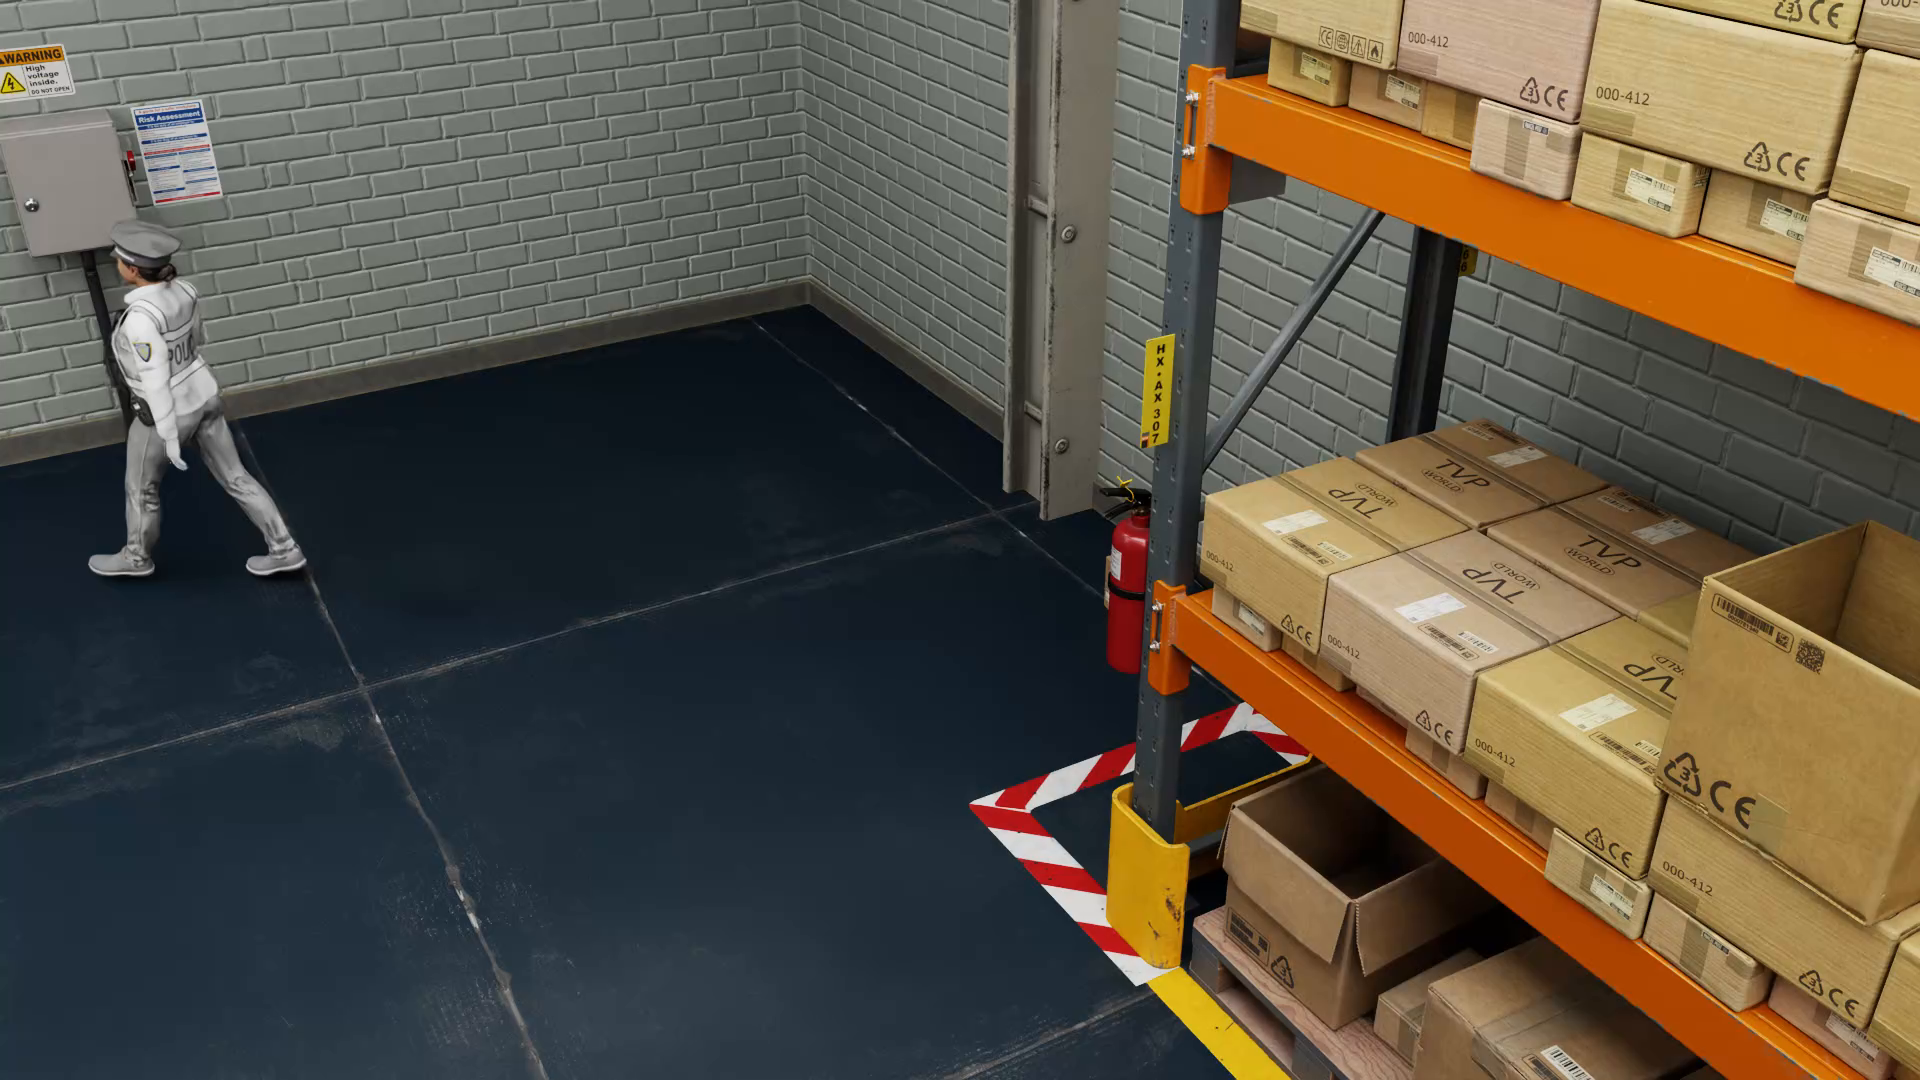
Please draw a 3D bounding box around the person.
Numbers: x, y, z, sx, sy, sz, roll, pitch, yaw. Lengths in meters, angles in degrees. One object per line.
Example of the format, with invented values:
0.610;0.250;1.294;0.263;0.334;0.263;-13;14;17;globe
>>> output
-3.411;-0.586;7.134;0.976;1.632;0.514;5;30;10;person
